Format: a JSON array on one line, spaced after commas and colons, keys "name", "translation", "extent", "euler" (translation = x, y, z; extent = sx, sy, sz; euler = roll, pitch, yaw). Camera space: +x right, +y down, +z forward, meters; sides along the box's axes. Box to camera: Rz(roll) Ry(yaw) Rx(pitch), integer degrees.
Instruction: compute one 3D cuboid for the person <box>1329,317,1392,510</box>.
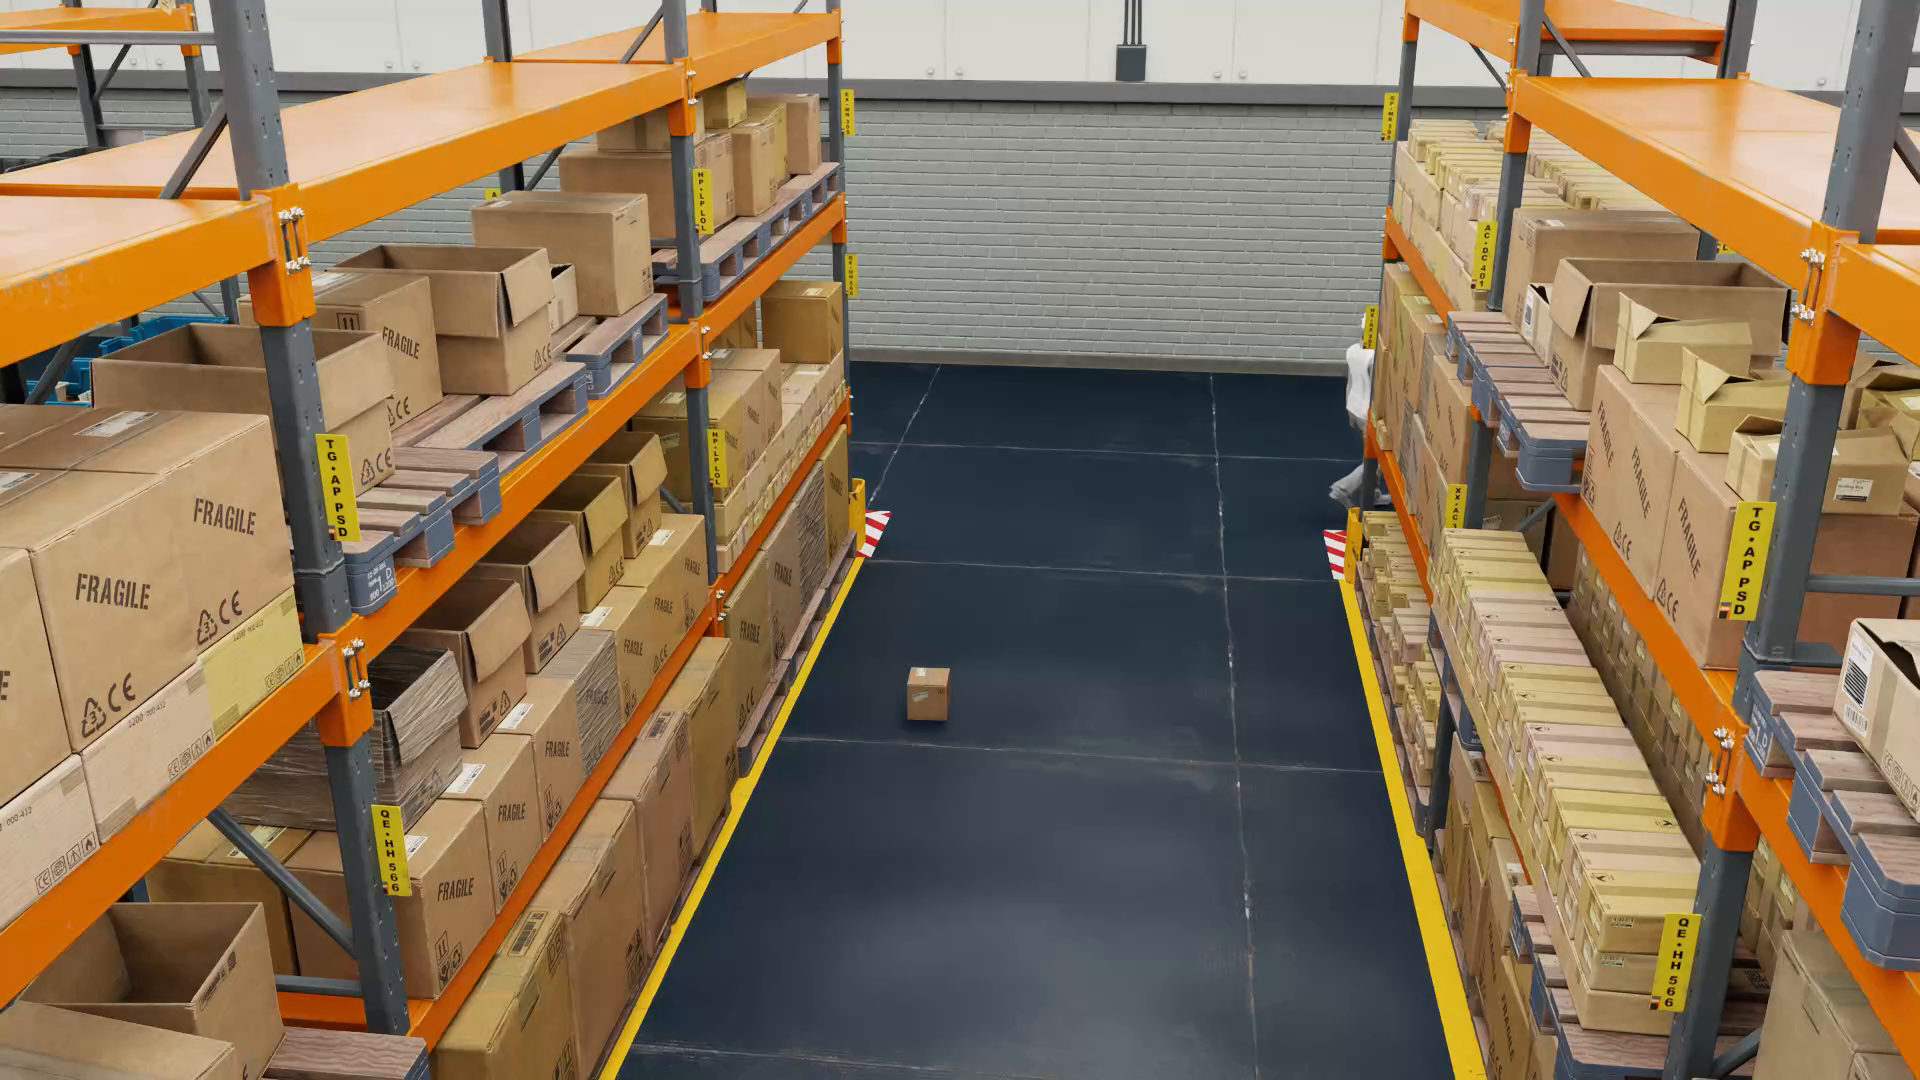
[{"name": "person", "translation": [3.399, -1.044, 13.756], "extent": [0.763, 1.748, 0.556], "euler": [-6, 22, -15]}]
